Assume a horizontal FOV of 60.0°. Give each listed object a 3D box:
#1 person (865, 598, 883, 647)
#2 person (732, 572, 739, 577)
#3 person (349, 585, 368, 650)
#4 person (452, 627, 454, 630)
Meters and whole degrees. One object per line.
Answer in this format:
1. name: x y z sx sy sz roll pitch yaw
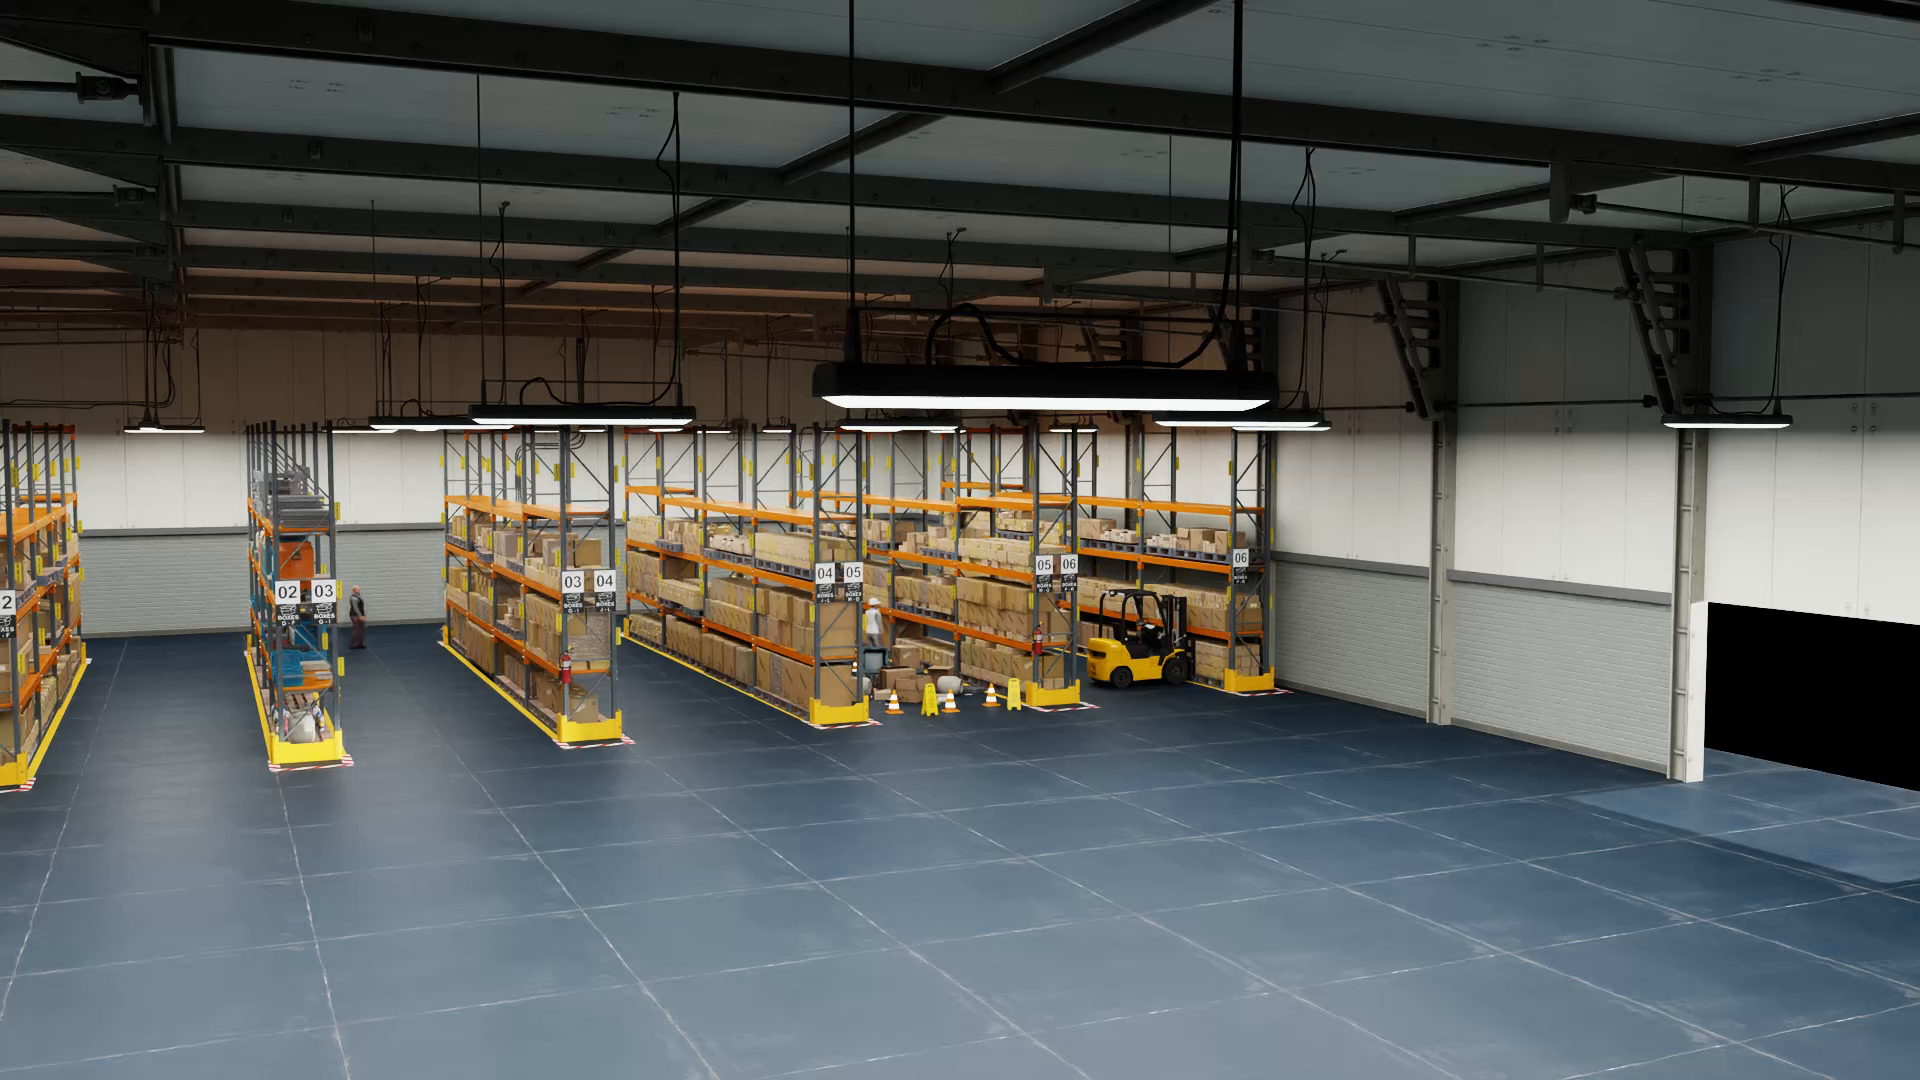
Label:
1. person: -2.072 2.293 40.517 0.588 1.776 0.394 3 5 42
2. person: -6.741 1.692 50.456 0.619 1.771 0.425 0 4 1
3. person: -16.103 2.105 44.528 0.543 1.787 0.579 -3 4 -35
4. person: -14.183 1.945 47.250 0.593 1.622 0.469 -2 4 -25
